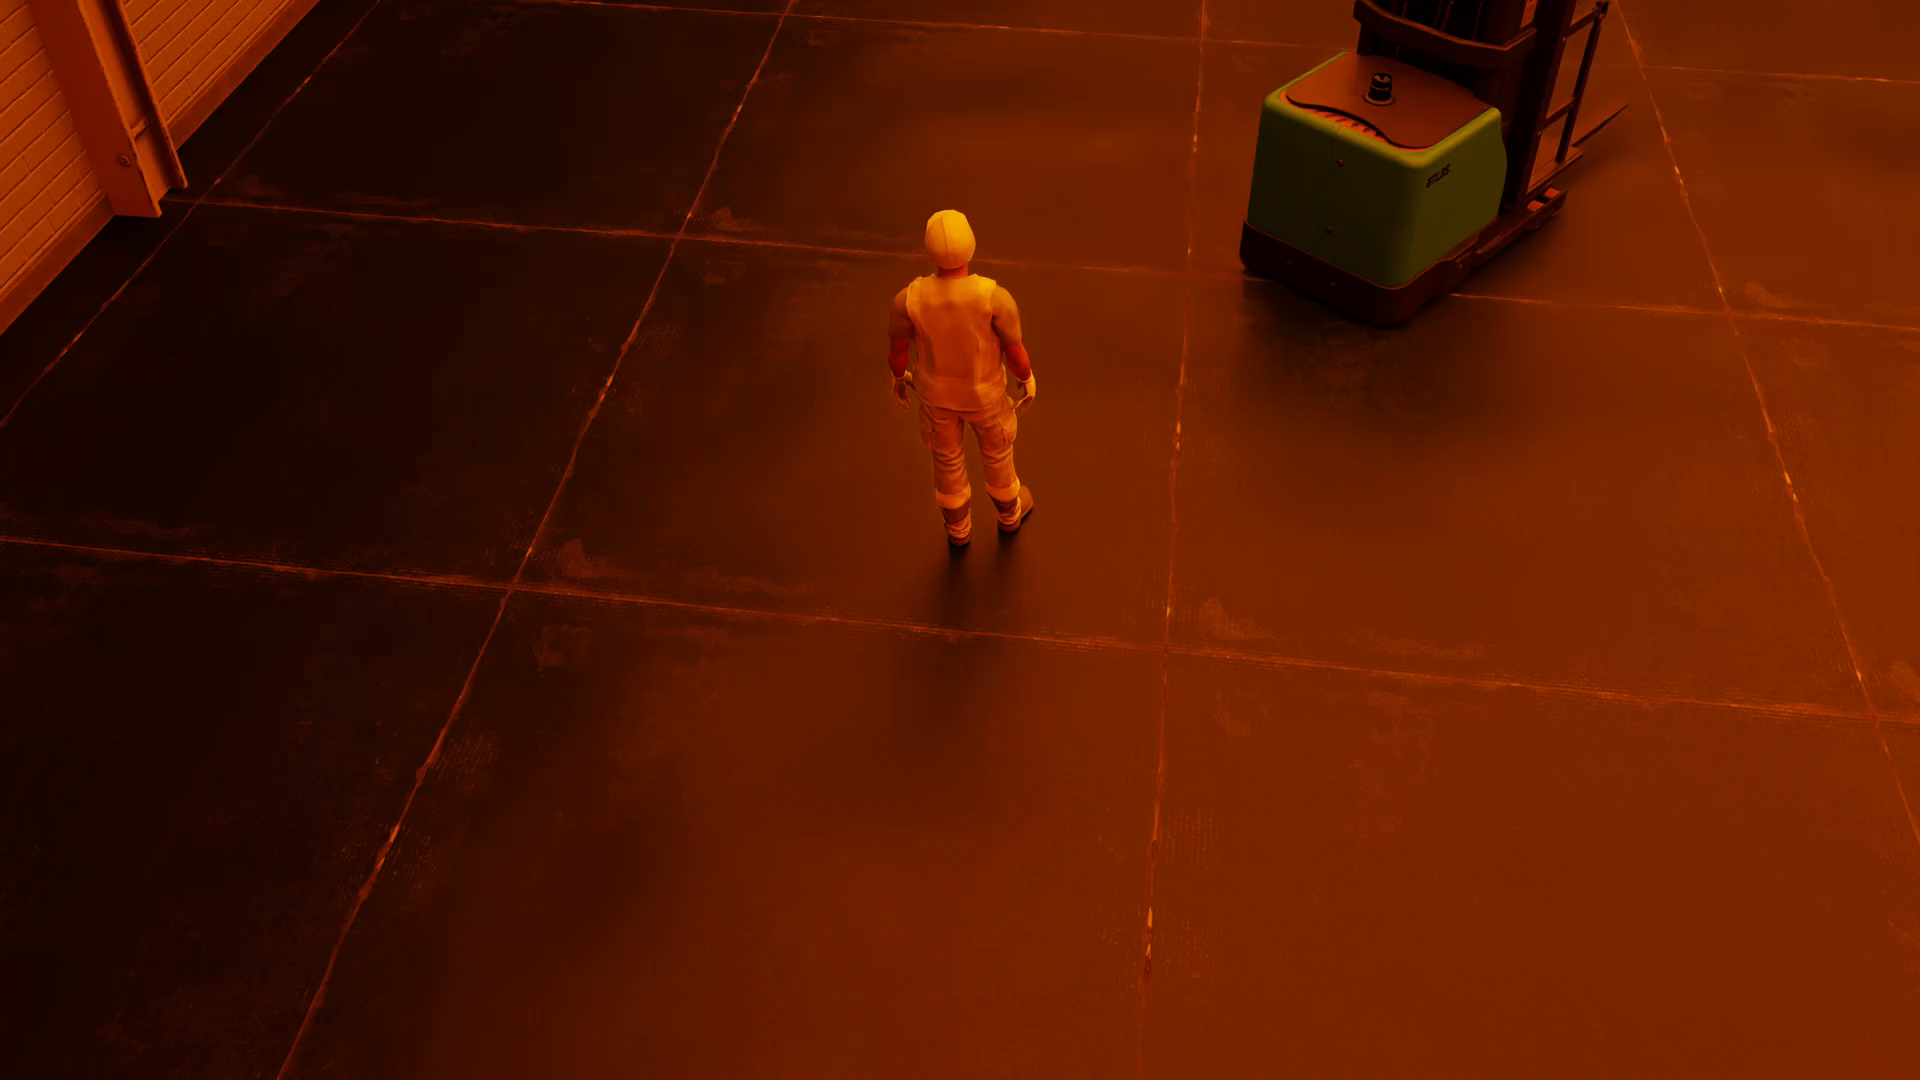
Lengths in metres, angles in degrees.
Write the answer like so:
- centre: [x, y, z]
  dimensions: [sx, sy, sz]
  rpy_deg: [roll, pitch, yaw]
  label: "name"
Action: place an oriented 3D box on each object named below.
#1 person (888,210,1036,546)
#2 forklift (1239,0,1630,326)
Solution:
- centre: [0.021, -0.717, 7.339]
  dimensions: [0.638, 1.789, 0.562]
  rpy_deg: [5, 43, 6]
  label: "person"
- centre: [2.991, -3.147, 9.150]
  dimensions: [1.130, 2.935, 3.031]
  rpy_deg: [33, 52, 31]
  label: "forklift"
